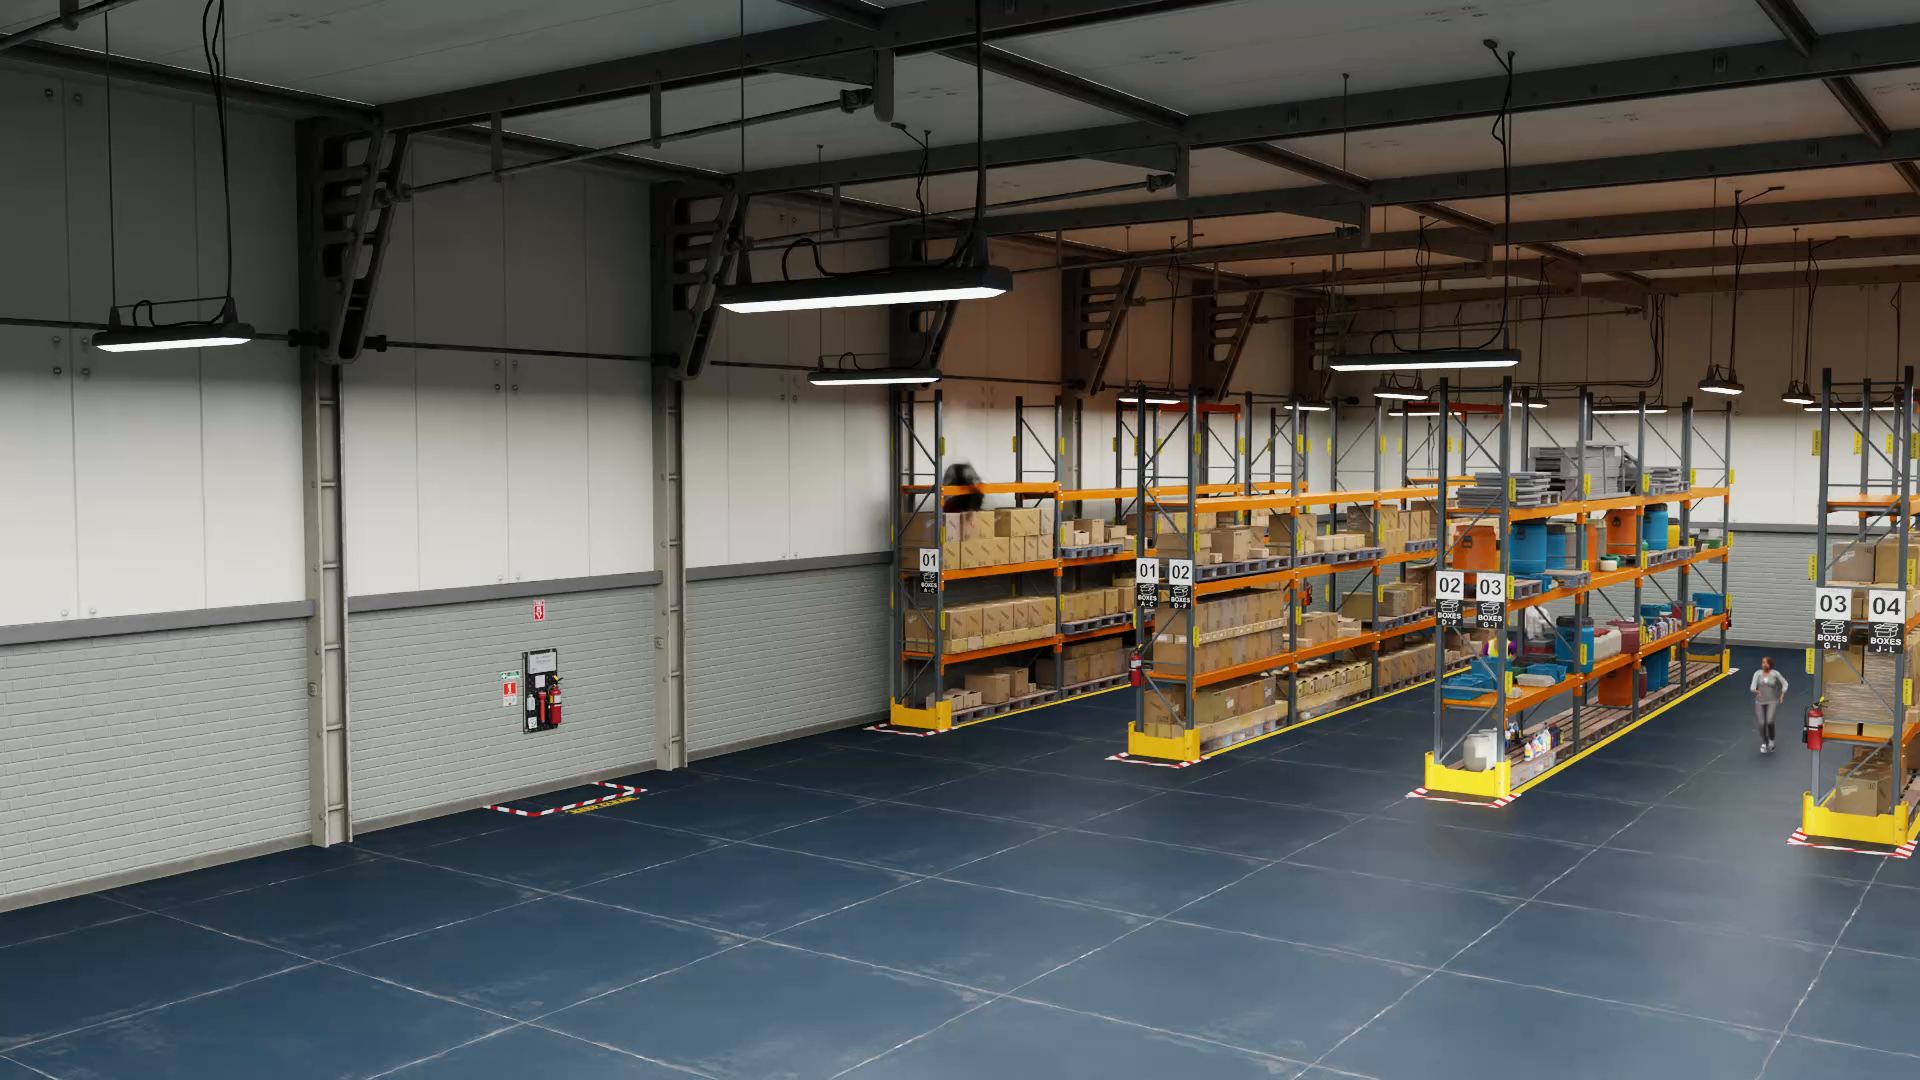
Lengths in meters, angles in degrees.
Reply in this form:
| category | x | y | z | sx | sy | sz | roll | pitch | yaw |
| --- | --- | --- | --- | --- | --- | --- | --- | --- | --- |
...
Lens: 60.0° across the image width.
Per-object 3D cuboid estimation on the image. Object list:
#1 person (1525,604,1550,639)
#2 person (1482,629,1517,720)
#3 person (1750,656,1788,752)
| category | x | y | z | sx | sy | sz | roll | pitch | yaw |
| --- | --- | --- | --- | --- | --- | --- | --- | --- | --- |
| person | 12.777 | 2.054 | 36.885 | 0.608 | 1.684 | 0.924 | 2 | 4 | 26 |
| person | 9.951 | 2.427 | 30.646 | 0.707 | 1.726 | 0.650 | 2 | 4 | 34 |
| person | 13.140 | 2.681 | 27.073 | 0.518 | 1.570 | 0.639 | 2 | 4 | 37 |
